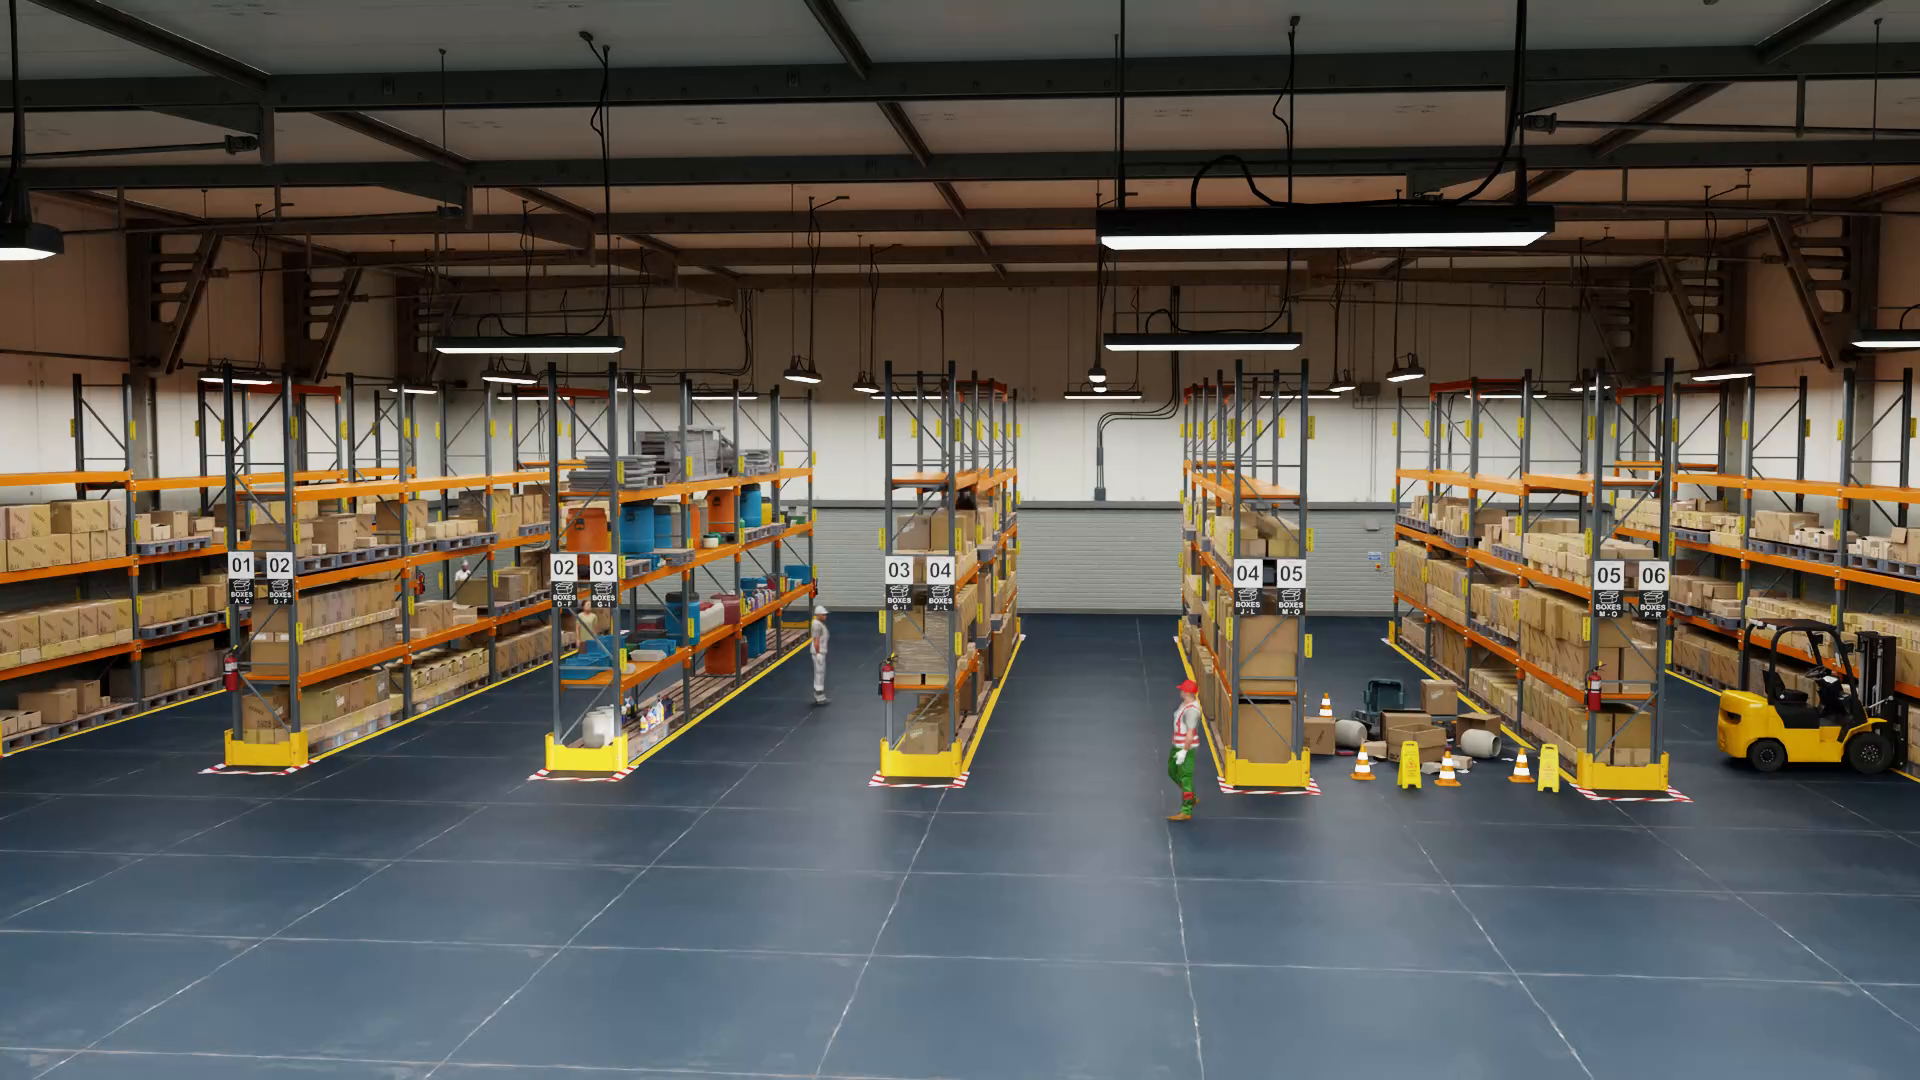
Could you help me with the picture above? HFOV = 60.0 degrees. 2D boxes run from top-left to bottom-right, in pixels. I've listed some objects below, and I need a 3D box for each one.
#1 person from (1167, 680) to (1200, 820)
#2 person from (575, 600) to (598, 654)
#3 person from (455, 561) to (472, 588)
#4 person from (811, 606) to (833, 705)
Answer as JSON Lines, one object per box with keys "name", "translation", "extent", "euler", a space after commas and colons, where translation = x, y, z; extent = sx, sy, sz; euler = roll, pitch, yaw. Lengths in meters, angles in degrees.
{"name": "person", "translation": [2.897, 2.684, 21.497], "extent": [0.507, 1.787, 0.632], "euler": [-1, 4, -9]}
{"name": "person", "translation": [-7.447, 1.994, 33.216], "extent": [0.424, 1.625, 0.840], "euler": [0, 4, 2]}
{"name": "person", "translation": [-12.847, 1.339, 43.060], "extent": [0.437, 1.624, 1.054], "euler": [-1, 4, -19]}
{"name": "person", "translation": [-2.535, 2.096, 30.453], "extent": [0.399, 1.791, 0.619], "euler": [0, 4, -1]}
